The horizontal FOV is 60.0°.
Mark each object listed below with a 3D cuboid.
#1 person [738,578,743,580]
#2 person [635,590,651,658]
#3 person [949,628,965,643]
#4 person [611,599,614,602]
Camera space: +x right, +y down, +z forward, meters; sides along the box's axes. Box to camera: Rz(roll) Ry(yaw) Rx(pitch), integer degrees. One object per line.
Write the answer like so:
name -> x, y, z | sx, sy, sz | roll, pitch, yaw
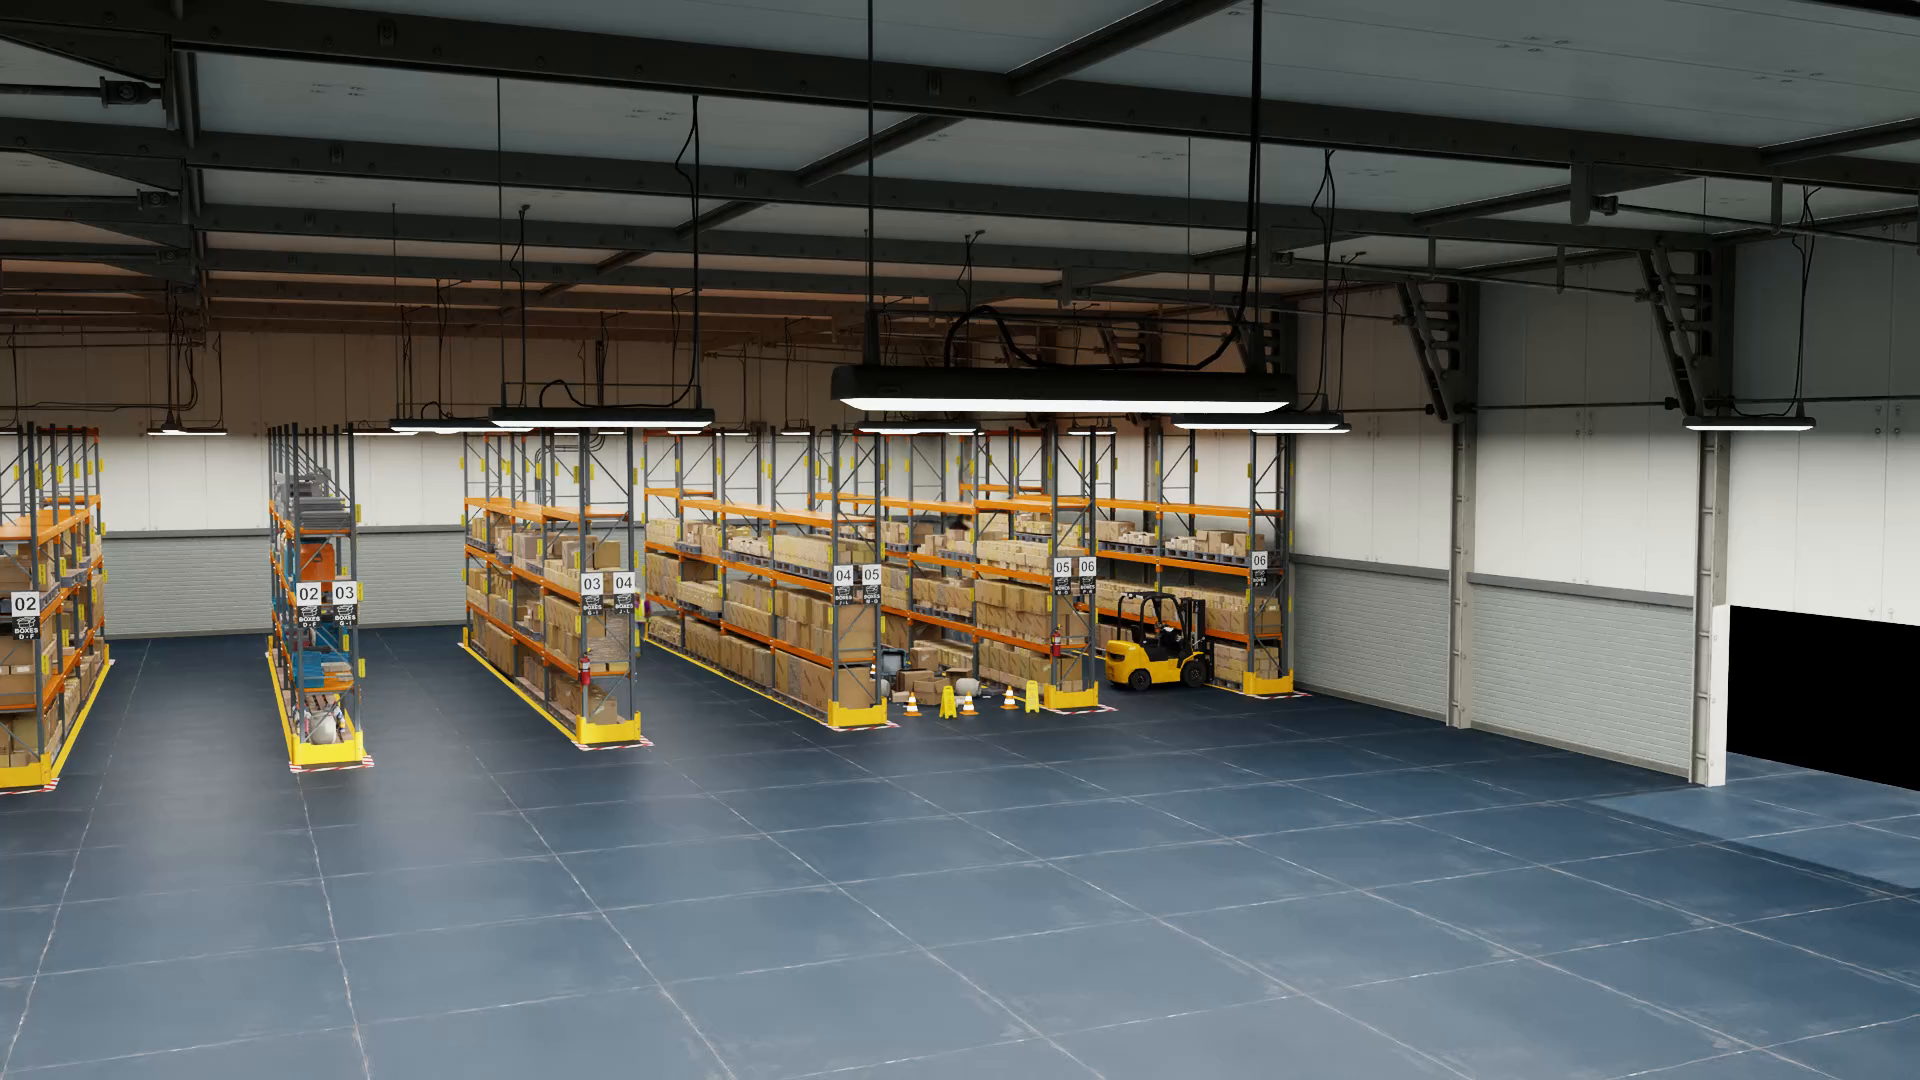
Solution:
person -> -6.223, 1.962, 47.382 | 0.707, 1.722, 0.675 | -2, 4, -27
person -> -8.466, 2.179, 43.765 | 0.689, 1.767, 0.852 | -1, 4, -18
person -> -0.096, 2.133, 45.637 | 0.504, 1.638, 0.711 | -2, 4, -29
person -> -9.991, 1.960, 48.254 | 0.706, 1.636, 0.604 | -2, 4, -33
